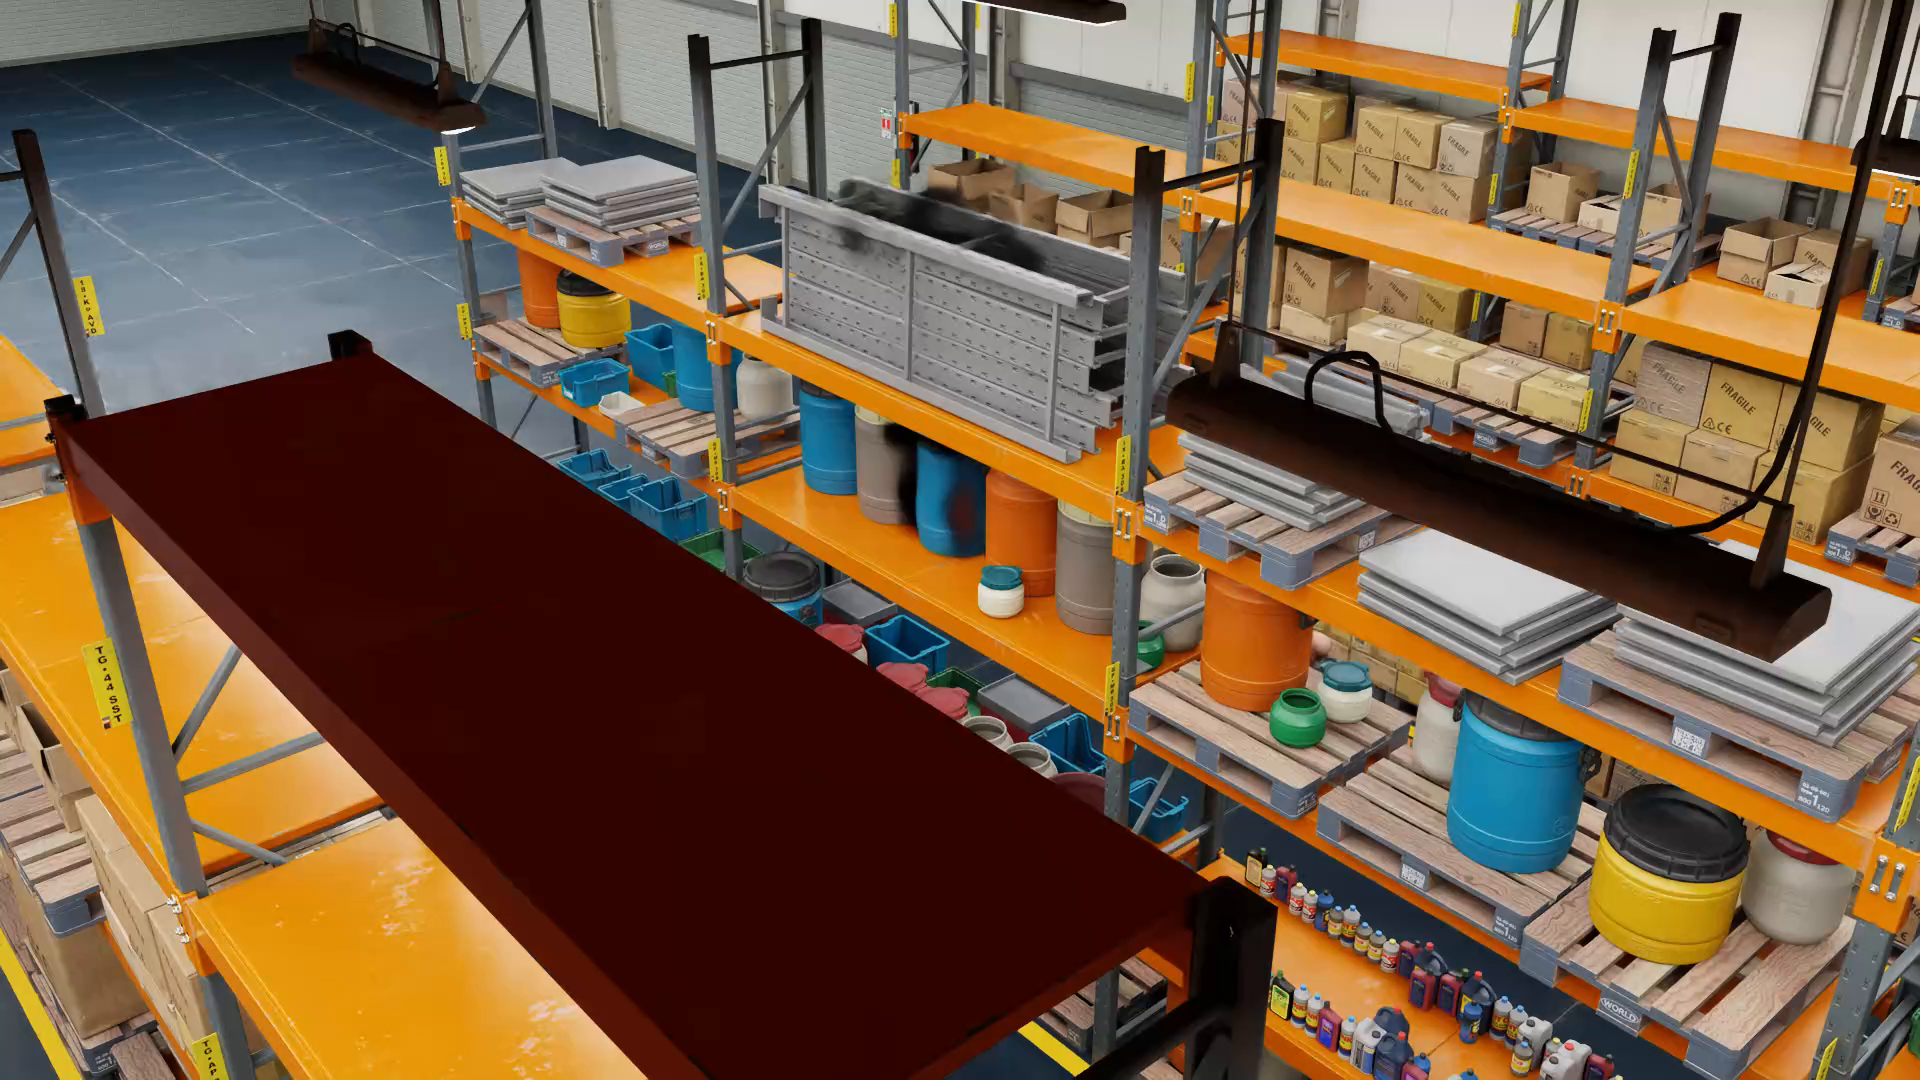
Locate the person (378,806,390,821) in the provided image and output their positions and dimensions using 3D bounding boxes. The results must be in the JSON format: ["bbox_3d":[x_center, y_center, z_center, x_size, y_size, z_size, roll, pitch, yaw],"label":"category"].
[{"bbox_3d":[-4.132,1.466,12.072,0.875,1.808,0.621,19,33,33],"label":"person"}]

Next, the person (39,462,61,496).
[{"bbox_3d":[-9.676,-1.020,17.786,0.593,1.648,0.603,-10,29,-19],"label":"person"}]

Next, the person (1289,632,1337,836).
[{"bbox_3d":[2.490,1.424,12.311,0.569,1.733,0.668,20,33,34],"label":"person"}]
